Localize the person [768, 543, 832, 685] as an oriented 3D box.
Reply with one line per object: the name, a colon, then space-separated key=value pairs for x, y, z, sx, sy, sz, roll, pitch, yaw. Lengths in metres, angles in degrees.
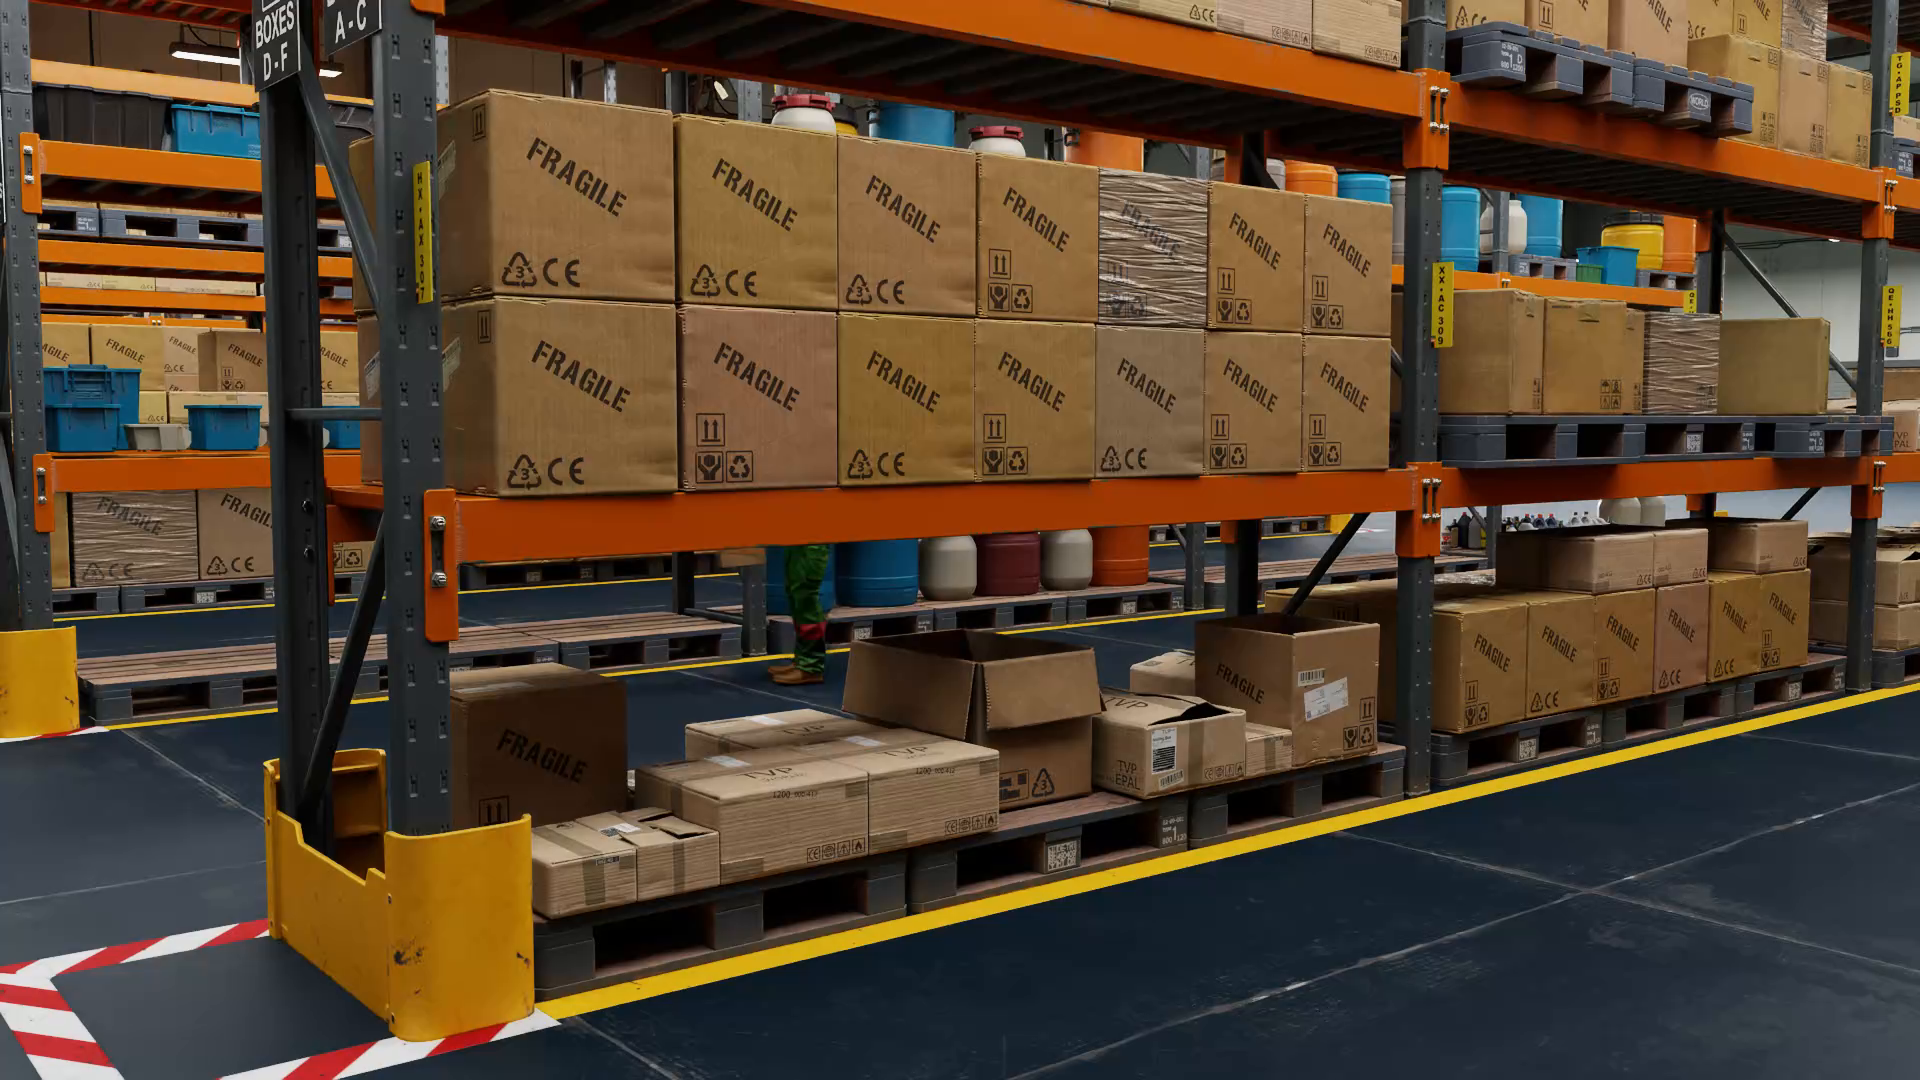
person: x=-0.906 y=-0.086 z=9.405 sx=0.466 sy=1.791 sz=0.556 roll=-2 pitch=5 yaw=-21
